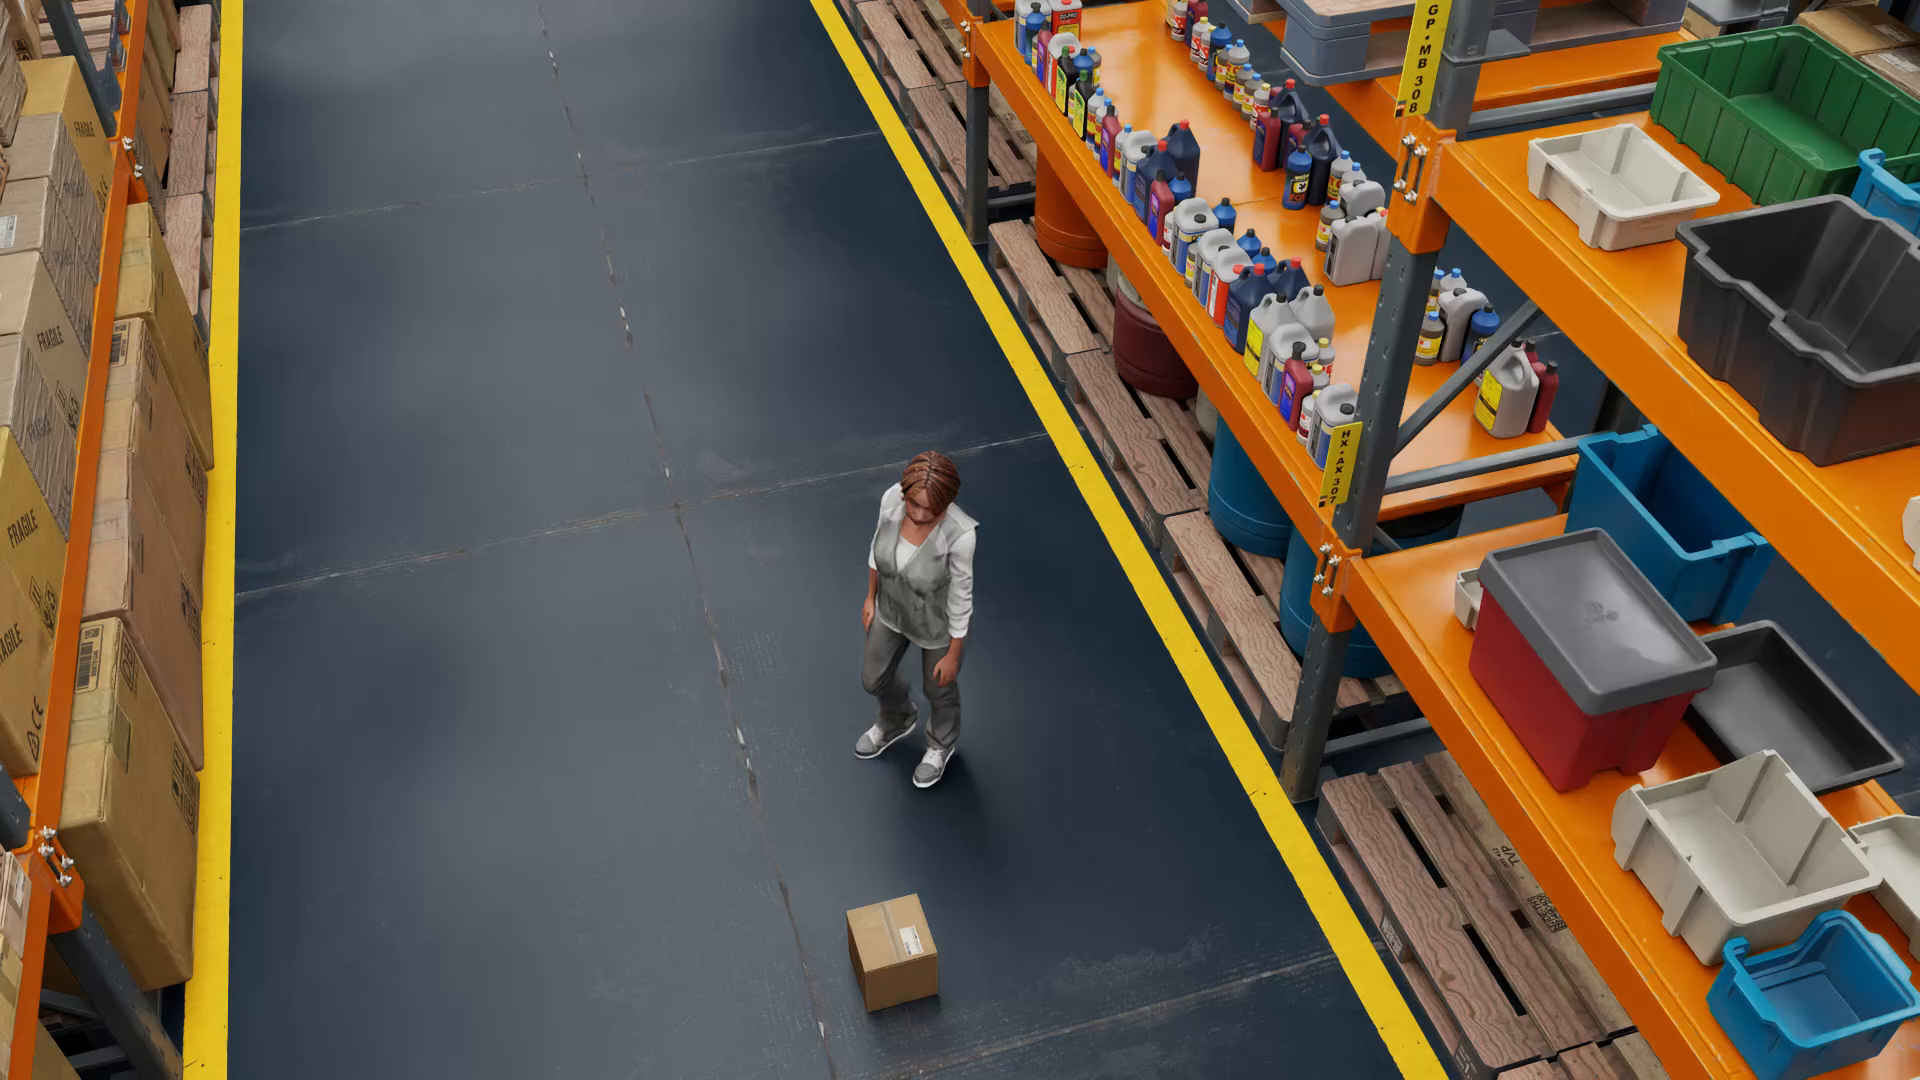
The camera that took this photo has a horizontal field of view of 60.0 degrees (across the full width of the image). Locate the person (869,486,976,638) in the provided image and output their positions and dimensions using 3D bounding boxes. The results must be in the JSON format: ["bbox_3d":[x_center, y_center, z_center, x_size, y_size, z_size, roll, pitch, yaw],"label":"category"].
[{"bbox_3d":[-0.127,0.073,5.639,0.443,0.552,0.301,25,48,24],"label":"person"}]
